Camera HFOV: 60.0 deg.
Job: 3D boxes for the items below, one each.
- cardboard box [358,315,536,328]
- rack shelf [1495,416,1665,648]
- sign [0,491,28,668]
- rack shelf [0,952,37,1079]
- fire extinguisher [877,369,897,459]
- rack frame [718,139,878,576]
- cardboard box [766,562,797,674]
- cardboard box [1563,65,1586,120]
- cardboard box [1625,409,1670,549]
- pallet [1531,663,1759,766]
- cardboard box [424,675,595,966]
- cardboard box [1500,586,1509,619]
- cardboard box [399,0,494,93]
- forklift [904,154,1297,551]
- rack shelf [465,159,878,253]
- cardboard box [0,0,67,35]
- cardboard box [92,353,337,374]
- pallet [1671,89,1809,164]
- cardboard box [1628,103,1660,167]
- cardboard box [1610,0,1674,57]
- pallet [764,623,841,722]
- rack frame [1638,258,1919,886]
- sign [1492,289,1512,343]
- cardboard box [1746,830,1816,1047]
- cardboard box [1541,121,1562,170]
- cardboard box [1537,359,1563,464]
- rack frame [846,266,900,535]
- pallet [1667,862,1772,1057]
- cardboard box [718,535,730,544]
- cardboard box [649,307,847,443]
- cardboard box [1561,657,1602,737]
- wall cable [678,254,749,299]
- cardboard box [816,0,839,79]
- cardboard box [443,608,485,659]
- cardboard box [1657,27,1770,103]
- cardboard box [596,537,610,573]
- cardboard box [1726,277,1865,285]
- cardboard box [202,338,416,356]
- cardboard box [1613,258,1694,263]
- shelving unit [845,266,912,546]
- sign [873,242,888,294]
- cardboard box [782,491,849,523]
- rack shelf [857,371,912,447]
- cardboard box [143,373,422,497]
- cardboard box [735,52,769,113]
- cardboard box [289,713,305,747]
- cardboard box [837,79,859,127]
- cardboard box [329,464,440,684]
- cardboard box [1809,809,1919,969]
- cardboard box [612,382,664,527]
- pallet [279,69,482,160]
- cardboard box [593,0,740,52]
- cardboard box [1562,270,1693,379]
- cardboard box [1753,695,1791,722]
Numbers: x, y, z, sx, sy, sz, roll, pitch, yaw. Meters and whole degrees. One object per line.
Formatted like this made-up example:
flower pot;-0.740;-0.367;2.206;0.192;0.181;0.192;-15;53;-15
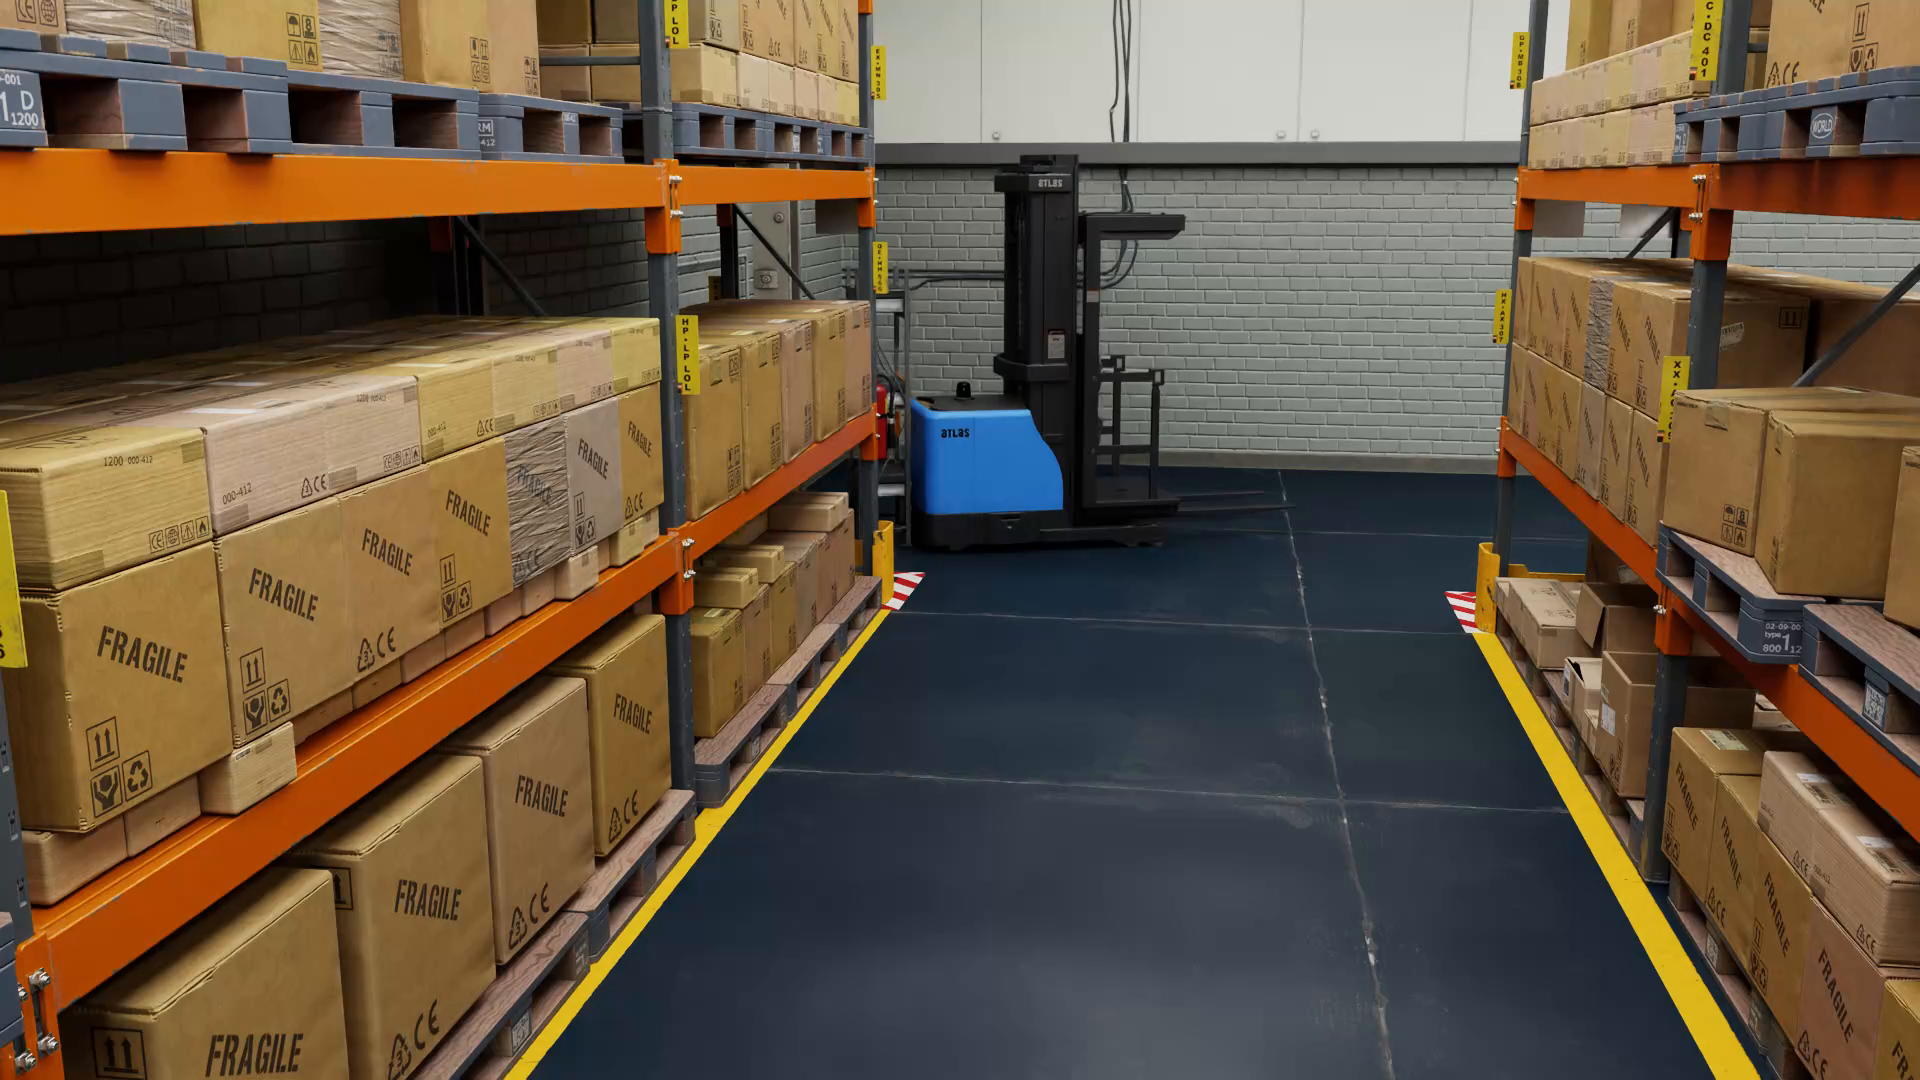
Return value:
cardboard box;-1.990;-0.734;6.507;0.500;0.250;0.500;2;12;10
rack shelf;3.541;-0.155;8.301;1.077;0.370;4.000;2;12;9
sign;-1.740;0.071;2.985;0.100;0.325;0.005;2;12;9
rack shelf;-2.585;1.350;1.315;1.077;0.370;4.000;2;12;9
fire extinguisher;-0.568;-0.879;11.022;0.296;0.674;0.183;2;12;9
rack frame;-1.047;-1.083;10.899;1.000;3.000;0.127;2;12;9
cardboard box;-1.284;0.403;8.941;0.700;0.500;0.500;2;12;10
cardboard box;3.358;-2.254;8.382;0.500;0.250;0.500;2;12;9
cardboard box;3.057;-0.252;6.805;0.500;0.500;0.500;2;12;10
pallet;3.525;0.875;8.433;1.003;0.211;1.213;2;12;9
cardboard box;-1.767;0.920;5.711;0.750;0.750;0.750;2;12;10
cardboard box;3.406;0.375;9.815;0.380;0.166;0.250;2;12;9
cardboard box;-1.928;-1.683;5.281;0.700;0.500;0.500;2;12;8
forklift;1.120;-1.485;12.927;3.031;2.935;1.130;-3;12;-11
rack shelf;-1.354;-1.781;8.727;1.077;0.370;4.000;2;12;9
cardboard box;-2.261;-1.249;3.267;0.700;0.500;0.500;1;12;4
cardboard box;-2.221;-0.412;5.012;0.500;0.250;0.500;2;12;7
pallet;3.064;-1.332;5.378;1.213;0.211;1.003;2;12;9
cardboard box;3.133;-1.697;6.985;0.500;0.250;0.500;2;12;9
cardboard box;3.485;-2.510;7.789;0.700;0.500;0.500;2;12;9
pallet;-1.282;0.702;9.233;1.003;0.211;1.213;2;12;9
rack frame;3.233;-0.091;6.294;1.000;3.000;0.127;2;12;9
sign;3.312;-1.364;10.148;0.100;0.325;0.005;2;12;9
cardboard box;2.763;1.224;5.082;0.500;0.500;0.500;2;12;9
cardboard box;3.429;-2.114;8.918;0.500;0.250;0.500;2;12;9
cardboard box;3.366;-0.676;8.774;0.500;0.500;0.500;2;12;8
rack frame;-0.676;-1.076;13.003;0.400;2.100;0.015;-3;12;-11
pallet;3.146;1.443;5.796;1.003;0.211;1.213;2;12;9
cardboard box;-1.467;0.050;9.040;0.380;0.149;0.250;2;12;8
cardboard box;-1.216;-0.971;9.668;0.980;0.700;0.700;2;12;8
cardboard box;3.156;0.725;7.848;0.500;0.311;0.500;2;12;9
wall cable;-1.785;-1.877;12.171;0.084;1.984;1.851;2;12;9
cardboard box;-0.978;-2.832;9.235;0.500;0.500;0.500;2;12;10
cardboard box;-1.725;0.260;5.215;0.380;0.149;0.250;2;12;10
cardboard box;3.040;-1.838;6.451;0.500;0.250;0.500;2;12;9
cardboard box;-1.534;0.048;6.200;0.380;0.149;0.250;2;12;10
cardboard box;3.742;-0.932;7.586;0.500;0.500;0.500;2;12;7
cardboard box;-2.136;-0.520;5.515;0.500;0.250;0.500;1;12;7
cardboard box;4.052;-1.359;9.570;0.500;0.500;0.500;2;12;8
shelving unit;-0.626;-1.026;12.770;0.431;2.100;0.503;-3;12;-11
sign;-0.513;-1.744;10.657;0.100;0.325;0.005;2;12;9
cardboard box;-0.895;-0.202;10.207;0.380;0.149;0.250;2;12;8
rack shelf;-0.626;-1.013;12.772;0.431;0.518;0.480;-3;12;-11
cardboard box;-1.798;-0.291;4.451;0.500;0.250;0.500;2;12;9
cardboard box;-1.203;-2.138;7.798;0.500;0.250;0.500;2;12;7
cardboard box;-1.909;0.473;4.226;0.380;0.149;0.250;2;12;8
cardboard box;-0.897;-2.569;9.796;0.500;0.250;0.500;2;12;10
cardboard box;-1.782;0.073;4.542;0.500;0.500;0.500;2;12;8
cardboard box;2.688;0.955;4.551;0.500;0.250;0.500;2;12;8
cardboard box;-1.484;-0.350;6.507;0.500;0.500;0.500;2;12;8
pallet;-2.062;-1.160;4.586;1.003;0.211;1.213;2;12;11
cardboard box;-1.275;-2.403;7.247;0.500;0.500;0.500;2;12;8
cardboard box;3.288;-1.058;8.173;0.500;0.500;0.500;2;12;8
cardboard box;3.635;0.819;7.756;0.380;0.166;0.250;2;12;9
